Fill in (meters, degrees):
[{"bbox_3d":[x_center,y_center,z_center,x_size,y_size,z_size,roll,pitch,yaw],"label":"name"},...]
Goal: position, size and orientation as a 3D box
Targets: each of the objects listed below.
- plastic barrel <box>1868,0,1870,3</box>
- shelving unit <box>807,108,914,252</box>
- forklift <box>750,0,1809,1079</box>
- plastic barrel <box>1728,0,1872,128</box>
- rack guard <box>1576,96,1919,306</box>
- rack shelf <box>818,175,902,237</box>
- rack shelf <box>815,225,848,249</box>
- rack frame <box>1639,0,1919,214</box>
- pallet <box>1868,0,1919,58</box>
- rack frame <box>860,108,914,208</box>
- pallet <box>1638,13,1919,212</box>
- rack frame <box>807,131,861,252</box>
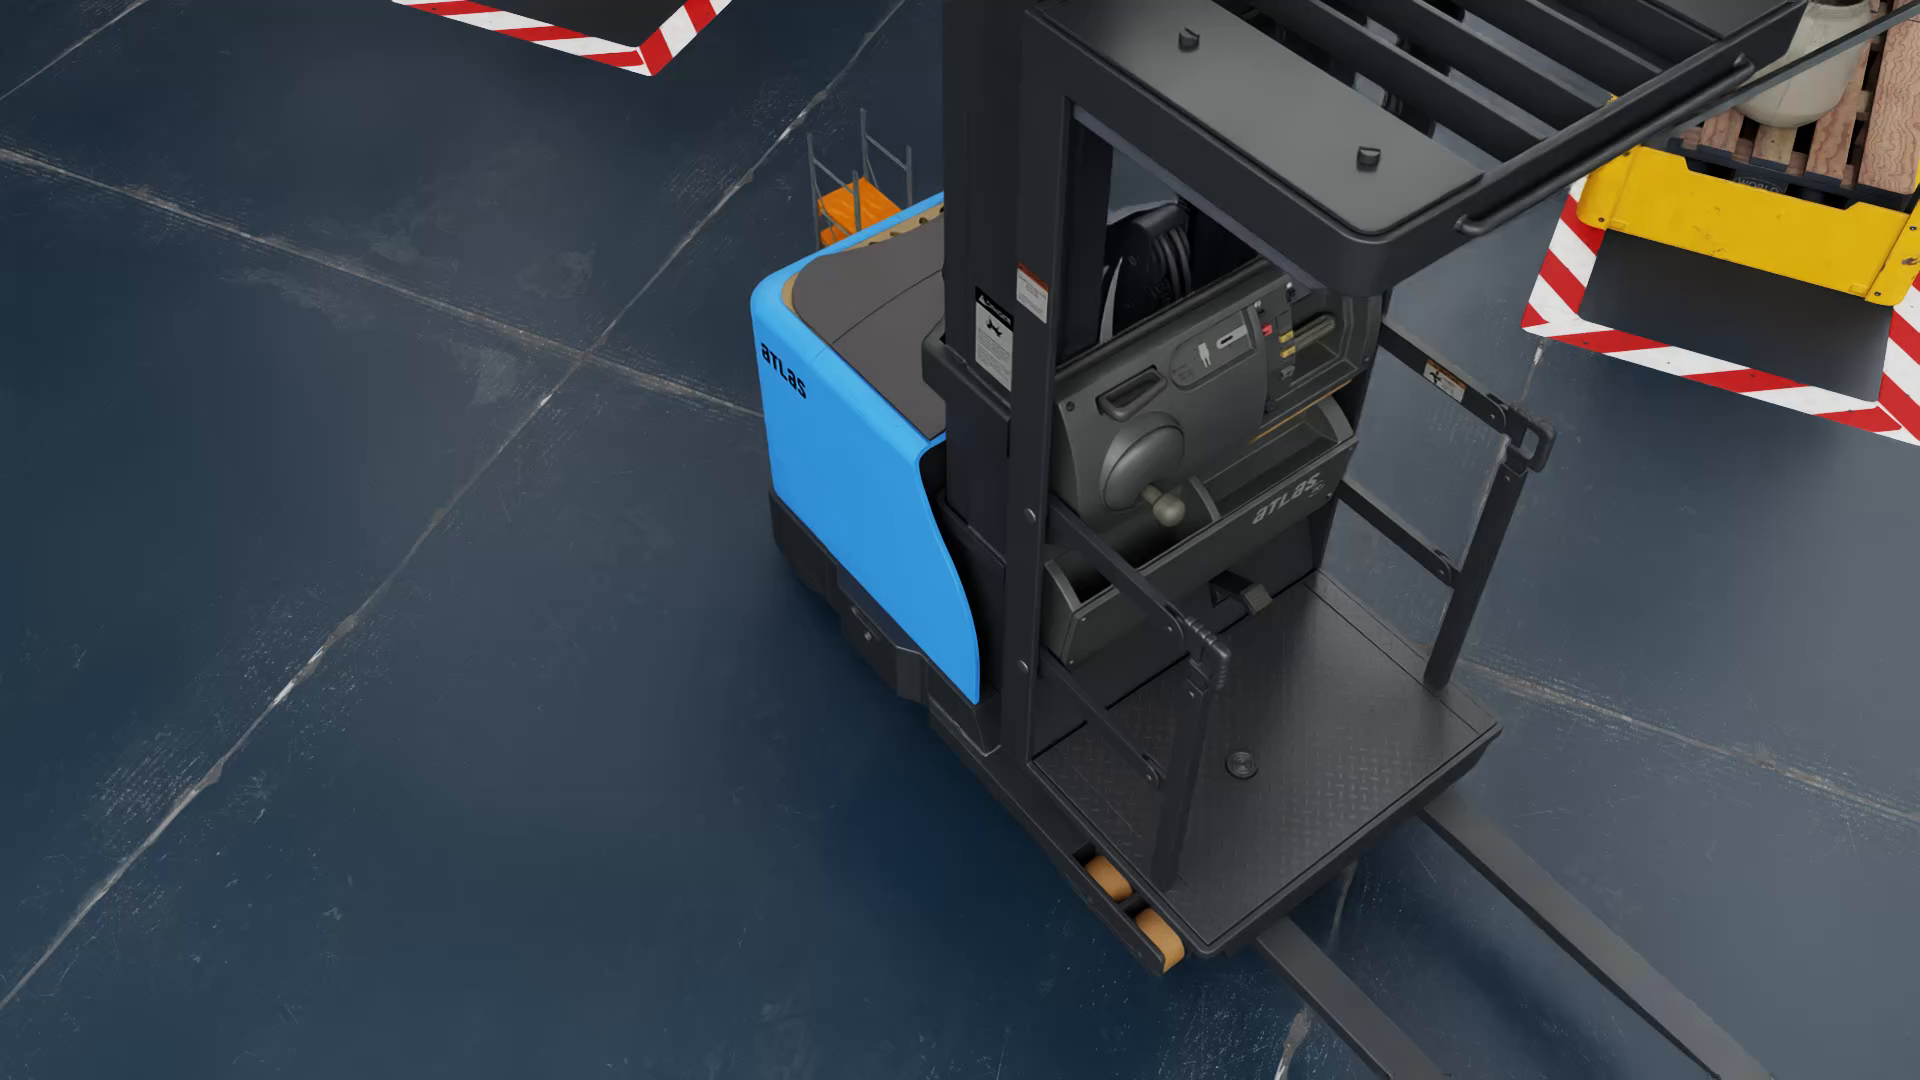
[{"bbox_3d":[3.349,-2.189,6.501,0.421,0.512,0.421,0,50,0],"label":"plastic barrel"},{"bbox_3d":[-0.279,-0.722,5.076,0.189,1.200,0.258,-31,56,-23],"label":"shelving unit"},{"bbox_3d":[0.721,-0.270,3.555,1.130,2.935,3.031,-31,56,-23],"label":"forklift"},{"bbox_3d":[3.135,-1.844,6.208,0.421,0.512,0.421,0,50,0],"label":"plastic barrel"},{"bbox_3d":[2.913,-1.294,6.023,1.175,0.500,0.348,20,52,16],"label":"rack guard"},{"bbox_3d":[-0.280,-0.927,4.836,0.180,0.103,0.258,-31,56,-23],"label":"rack shelf"},{"bbox_3d":[-0.280,-0.849,4.927,0.180,0.103,0.258,-31,56,-23],"label":"rack shelf"},{"bbox_3d":[2.923,-2.036,5.013,1.000,3.000,0.127,20,52,16],"label":"rack frame"},{"bbox_3d":[3.787,-2.595,7.320,1.003,0.211,1.213,20,52,16],"label":"pallet"},{"bbox_3d":[-0.207,-0.764,5.112,0.006,1.200,0.240,-31,56,-23],"label":"rack frame"},{"bbox_3d":[3.265,-1.758,6.607,1.003,0.211,1.213,20,52,16],"label":"pallet"},{"bbox_3d":[-0.352,-0.679,5.040,0.006,1.200,0.240,-31,56,-23],"label":"rack frame"}]
